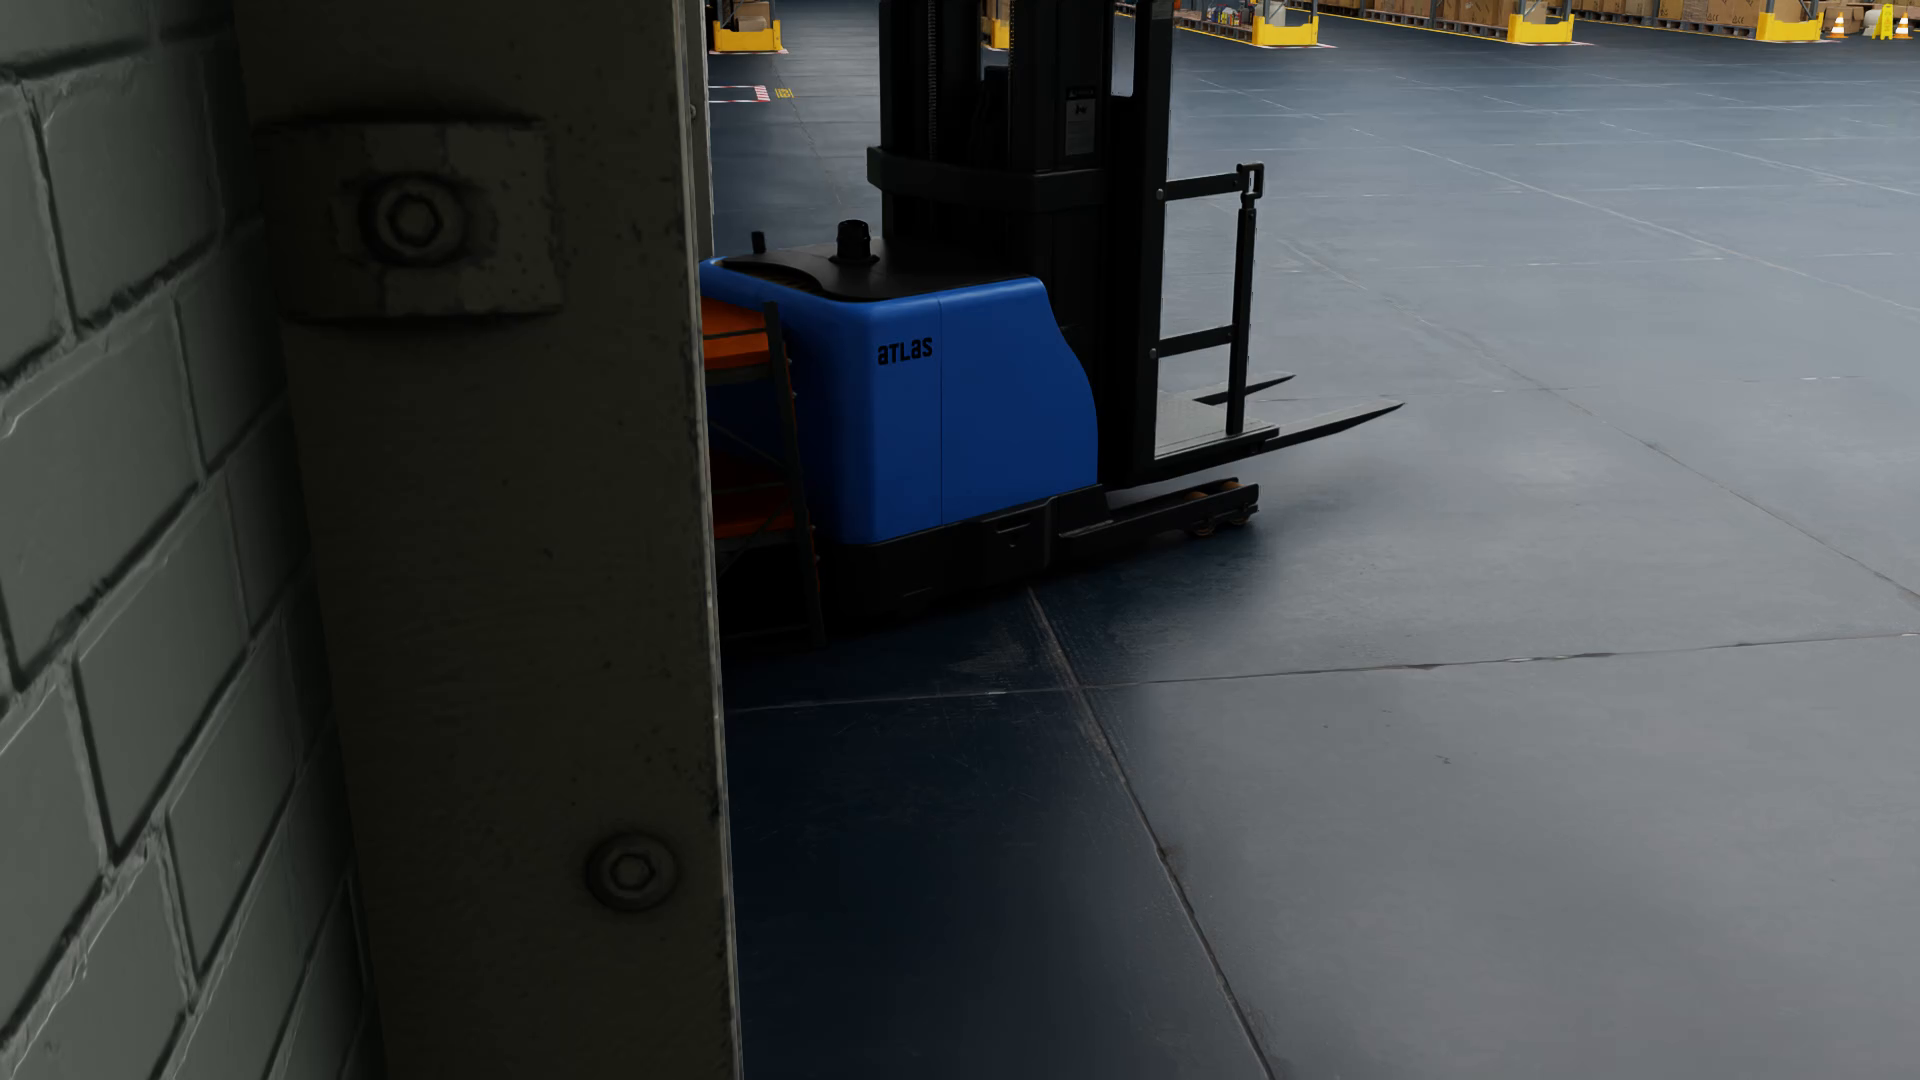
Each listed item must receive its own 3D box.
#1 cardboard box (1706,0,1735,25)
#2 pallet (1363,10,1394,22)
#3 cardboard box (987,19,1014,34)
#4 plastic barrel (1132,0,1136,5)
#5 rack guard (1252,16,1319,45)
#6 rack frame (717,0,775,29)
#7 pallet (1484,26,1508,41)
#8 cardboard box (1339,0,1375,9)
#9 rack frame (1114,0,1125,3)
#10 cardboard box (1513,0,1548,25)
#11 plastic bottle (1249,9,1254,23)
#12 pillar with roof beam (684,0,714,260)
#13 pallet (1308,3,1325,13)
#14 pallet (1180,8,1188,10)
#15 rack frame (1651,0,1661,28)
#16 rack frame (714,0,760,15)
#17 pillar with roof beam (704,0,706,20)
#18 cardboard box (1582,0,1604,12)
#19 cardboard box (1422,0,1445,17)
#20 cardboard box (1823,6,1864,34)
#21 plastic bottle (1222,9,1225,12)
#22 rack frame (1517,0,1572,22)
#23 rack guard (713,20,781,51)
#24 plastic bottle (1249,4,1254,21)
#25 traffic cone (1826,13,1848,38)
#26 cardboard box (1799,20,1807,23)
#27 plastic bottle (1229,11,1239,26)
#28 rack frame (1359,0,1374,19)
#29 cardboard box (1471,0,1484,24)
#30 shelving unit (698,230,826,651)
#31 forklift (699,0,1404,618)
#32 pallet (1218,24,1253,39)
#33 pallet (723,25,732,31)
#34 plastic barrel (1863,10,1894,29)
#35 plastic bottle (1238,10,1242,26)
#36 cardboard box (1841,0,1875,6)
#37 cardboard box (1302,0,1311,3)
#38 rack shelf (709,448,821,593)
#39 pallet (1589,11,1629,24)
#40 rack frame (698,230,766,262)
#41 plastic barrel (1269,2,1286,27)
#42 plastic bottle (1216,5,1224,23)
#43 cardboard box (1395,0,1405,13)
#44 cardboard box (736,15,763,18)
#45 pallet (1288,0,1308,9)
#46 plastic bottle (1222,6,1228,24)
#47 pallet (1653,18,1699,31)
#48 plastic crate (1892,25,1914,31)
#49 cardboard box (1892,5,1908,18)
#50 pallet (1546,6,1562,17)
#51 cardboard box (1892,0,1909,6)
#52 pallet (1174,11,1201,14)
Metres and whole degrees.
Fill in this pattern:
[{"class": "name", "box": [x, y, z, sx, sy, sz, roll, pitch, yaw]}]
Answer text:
[{"class": "cardboard box", "box": [15.586, -10.751, 33.151, 0.875, 0.875, 0.875, -3, 21, -9]}, {"class": "pallet", "box": [9.913, -11.992, 38.021, 1.003, 0.211, 1.213, -3, 21, -8]}, {"class": "cardboard box", "box": [0.782, -9.380, 30.372, 0.500, 0.250, 0.500, -3, 21, -8]}, {"class": "plastic barrel", "box": [4.488, -13.483, 40.428, 0.600, 0.901, 0.708, -3, 21, -8]}, {"class": "rack guard", "box": [5.996, -9.402, 30.674, 1.175, 0.500, 0.348, -3, 21, -8]}, {"class": "rack frame", "box": [-3.750, -10.049, 28.835, 1.000, 3.000, 0.127, -3, 21, -8]}, {"class": "pallet", "box": [10.862, -9.802, 32.158, 1.003, 0.211, 1.213, -3, 21, -8]}, {"class": "cardboard box", "box": [9.723, -13.010, 39.199, 1.225, 0.875, 0.875, -4, 21, -10]}, {"class": "rack frame", "box": [4.324, -14.704, 41.297, 1.000, 3.000, 0.127, -3, 21, -8]}, {"class": "cardboard box", "box": [10.882, -10.041, 31.787, 0.500, 0.500, 0.500, 1, 20, 2]}, {"class": "plastic bottle", "box": [5.832, -10.467, 33.206, 0.061, 0.283, 0.133, -3, 21, -8]}, {"class": "pillar with roof beam", "box": [3.013, -4.966, 6.651, 9.100, 9.000, 0.400, -3, 21, -8]}, {"class": "pallet", "box": [9.411, -13.384, 41.749, 1.003, 0.211, 1.213, -3, 21, -8]}, {"class": "pallet", "box": [4.746, -12.283, 38.802, 1.003, 0.211, 1.213, -3, 21, -8]}, {"class": "rack frame", "box": [15.301, -12.399, 35.126, 1.000, 3.000, 0.127, -3, 21, -8]}, {"class": "rack frame", "box": [-4.903, -12.819, 36.251, 1.000, 3.000, 0.127, -3, 21, -8]}, {"class": "pillar with roof beam", "box": [-1.311, -15.353, 34.461, 9.100, 9.000, 0.400, -3, 21, -8]}, {"class": "cardboard box", "box": [14.853, -12.409, 37.767, 1.050, 0.750, 0.750, -3, 21, -7]}, {"class": "cardboard box", "box": [10.311, -11.432, 35.482, 0.700, 0.500, 0.500, -5, 21, -12]}, {"class": "cardboard box", "box": [18.003, -10.610, 33.903, 0.637, 0.503, 0.797, 17, 27, 39]}, {"class": "plastic bottle", "box": [5.269, -10.447, 33.171, 0.097, 0.271, 0.097, 0, 20, 0]}, {"class": "rack frame", "box": [10.955, -10.799, 30.842, 1.000, 3.000, 0.127, -3, 21, -8]}, {"class": "rack guard", "box": [-3.761, -8.905, 29.343, 1.175, 0.500, 0.348, -3, 21, -8]}, {"class": "plastic bottle", "box": [5.883, -10.624, 33.531, 0.144, 0.351, 0.185, -4, 21, -10]}, {"class": "traffic cone", "box": [17.207, -10.081, 32.546, 0.336, 0.463, 0.334, -3, 21, -8]}, {"class": "cardboard box", "box": [17.372, -10.616, 34.259, 0.396, 0.266, 0.258, 1, 20, 2]}, {"class": "plastic bottle", "box": [5.346, -10.181, 32.453, 0.152, 0.276, 0.135, -3, 21, -7]}, {"class": "rack frame", "box": [9.802, -13.569, 38.258, 1.000, 3.000, 0.127, -3, 21, -8]}, {"class": "cardboard box", "box": [10.654, -10.660, 33.443, 0.500, 0.500, 0.500, -5, 21, -13]}, {"class": "shelving unit", "box": [-0.802, -0.334, 5.519, 0.538, 1.125, 1.048, -8, 23, -6]}, {"class": "forklift", "box": [0.520, -1.517, 6.089, 3.031, 2.935, 1.130, -16, 25, -36]}, {"class": "pallet", "box": [5.712, -9.970, 32.607, 1.003, 0.211, 1.213, -3, 21, -8]}, {"class": "pallet", "box": [-4.194, -9.897, 32.413, 1.003, 0.211, 1.213, -3, 21, -8]}, {"class": "plastic barrel", "box": [18.966, -10.730, 34.341, 0.512, 0.421, 0.421, 12, 24, 30]}, {"class": "plastic bottle", "box": [5.452, -10.190, 32.467, 0.061, 0.283, 0.133, -3, 21, -8]}, {"class": "cardboard box", "box": [20.107, -11.831, 36.760, 0.950, 0.372, 0.625, -3, 21, -7]}, {"class": "cardboard box", "box": [9.337, -13.934, 41.673, 1.225, 0.875, 0.875, -3, 21, -8]}, {"class": "rack shelf", "box": [-0.779, -0.110, 5.614, 0.538, 0.278, 1.000, -8, 23, -6]}, {"class": "pallet", "box": [14.936, -11.779, 37.452, 1.003, 0.211, 1.213, -3, 21, -8]}, {"class": "rack frame", "box": [-0.878, -0.523, 5.984, 0.500, 1.125, 0.032, -8, 23, -6]}, {"class": "plastic barrel", "box": [5.884, -9.804, 31.134, 0.421, 0.512, 0.421, 0, 20, 0]}, {"class": "plastic bottle", "box": [5.210, -10.533, 33.288, 0.144, 0.351, 0.185, -4, 21, -10]}, {"class": "cardboard box", "box": [10.100, -11.985, 36.963, 0.700, 0.500, 0.500, -1, 21, -3]}, {"class": "cardboard box", "box": [-3.842, -9.437, 30.411, 0.500, 0.311, 0.500, -1, 21, -3]}, {"class": "pallet", "box": [9.193, -13.914, 43.169, 1.003, 0.211, 1.213, -3, 21, -8]}, {"class": "plastic bottle", "box": [5.272, -10.386, 32.894, 0.144, 0.351, 0.185, -3, 21, -8]}, {"class": "pallet", "box": [15.334, -10.825, 34.898, 1.003, 0.211, 1.213, -3, 21, -8]}, {"class": "plastic crate", "box": [19.600, -10.731, 34.833, 0.402, 0.080, 0.583, -11, 23, -26]}, {"class": "cardboard box", "box": [20.091, -11.190, 35.219, 0.500, 0.250, 0.500, -2, 21, -5]}, {"class": "pallet", "box": [14.614, -12.748, 40.046, 1.003, 0.211, 1.213, -3, 21, -8]}, {"class": "cardboard box", "box": [20.092, -11.541, 35.086, 0.500, 0.500, 0.500, -2, 21, -6]}, {"class": "pallet", "box": [4.974, -11.742, 37.353, 1.003, 0.211, 1.213, -3, 21, -8]}]
